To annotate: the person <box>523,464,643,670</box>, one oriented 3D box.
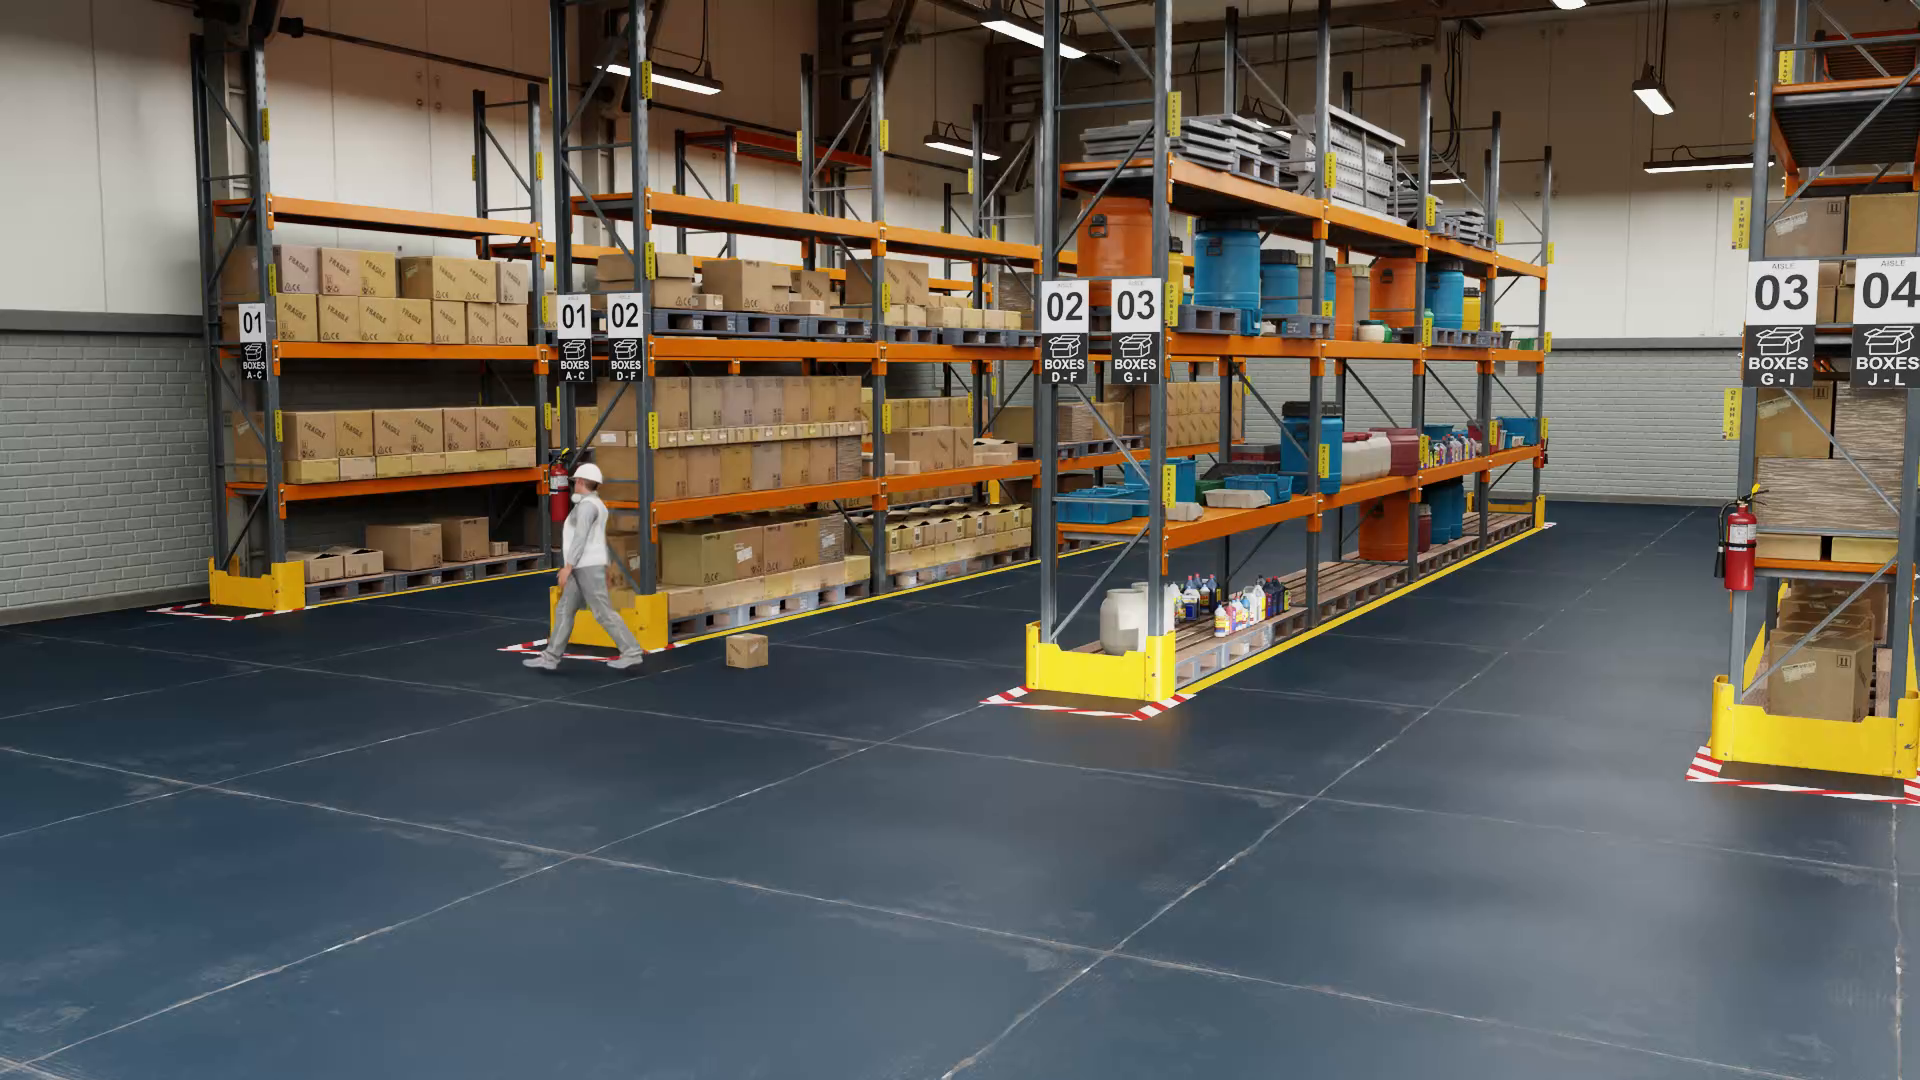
[{"bbox_3d":[-3.154,0.229,13.828,0.999,1.716,0.480,-1,6,-8],"label":"person"}]
